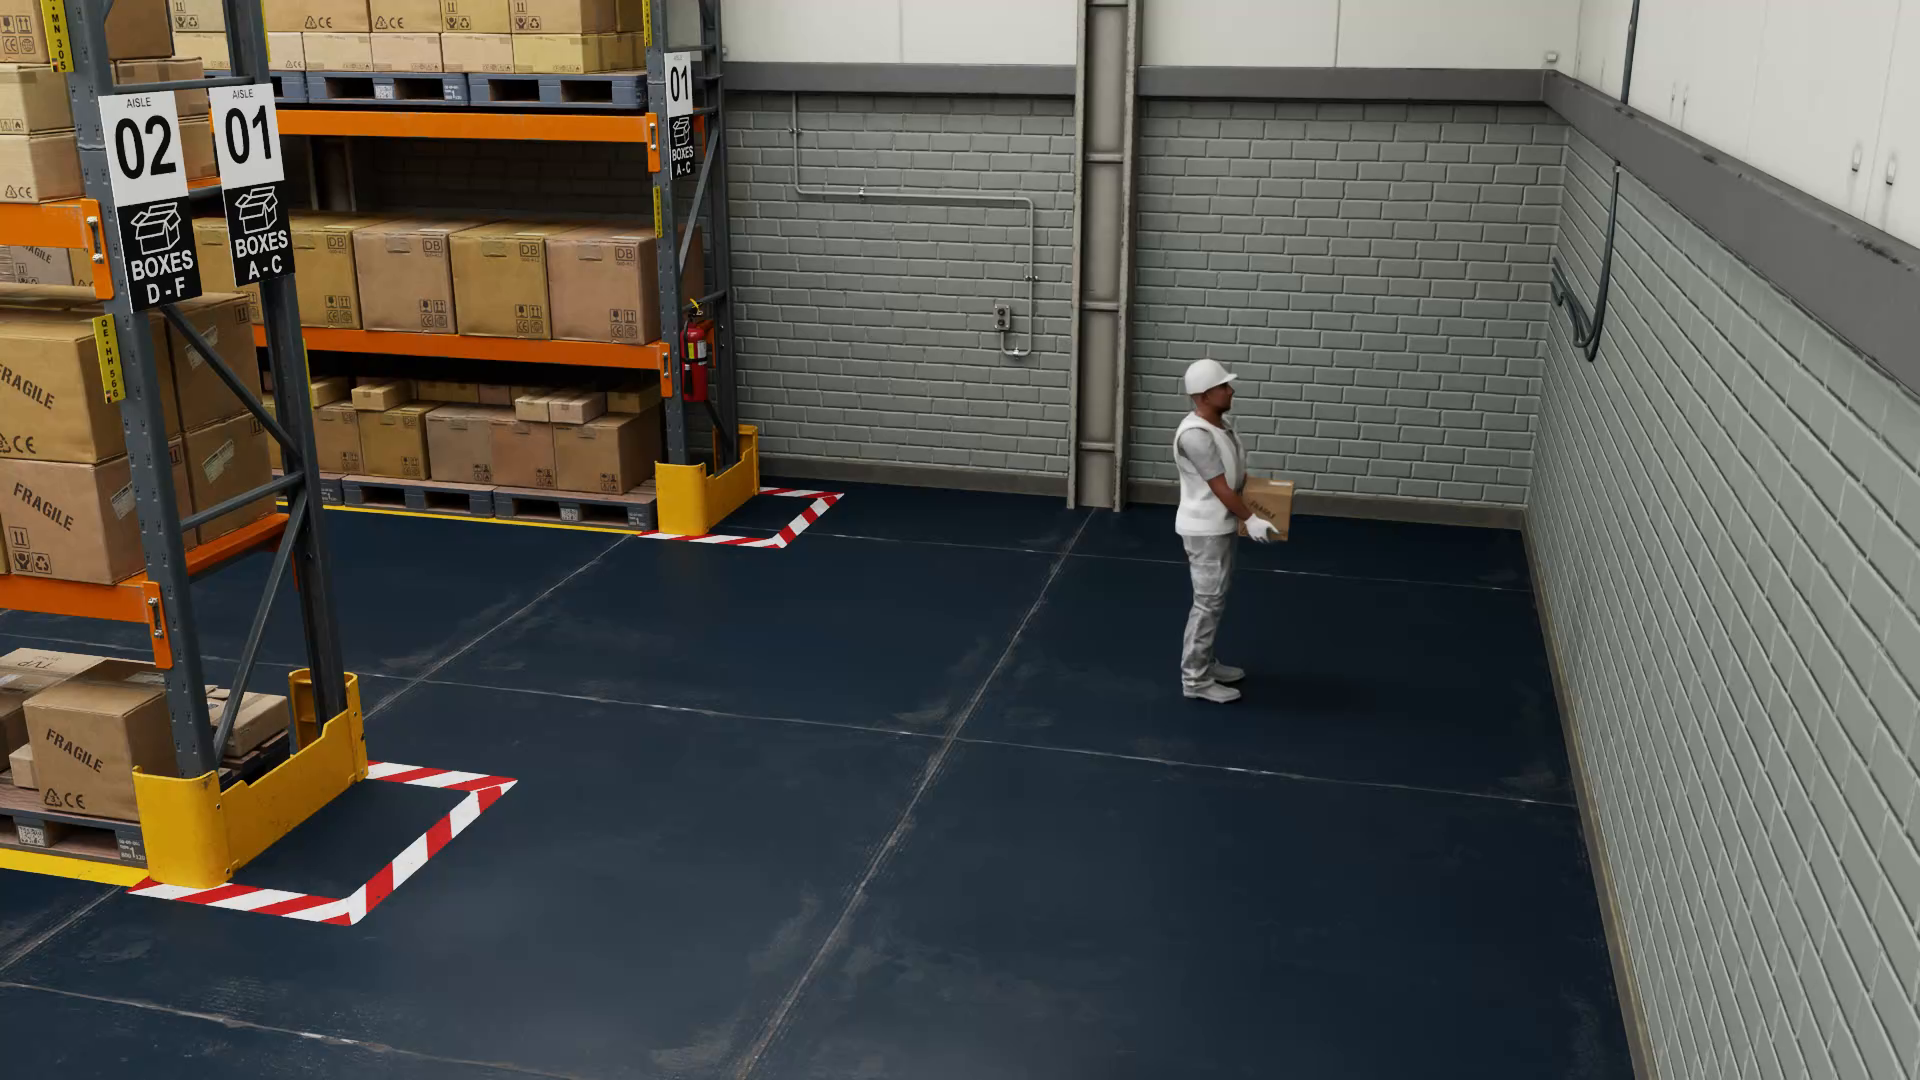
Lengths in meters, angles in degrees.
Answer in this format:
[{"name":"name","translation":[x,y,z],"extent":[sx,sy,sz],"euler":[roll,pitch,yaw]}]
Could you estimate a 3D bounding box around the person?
[{"name":"person","translation":[1.404,-0.050,8.676],"extent":[0.572,1.786,0.497],"euler":[6,19,18]}]
